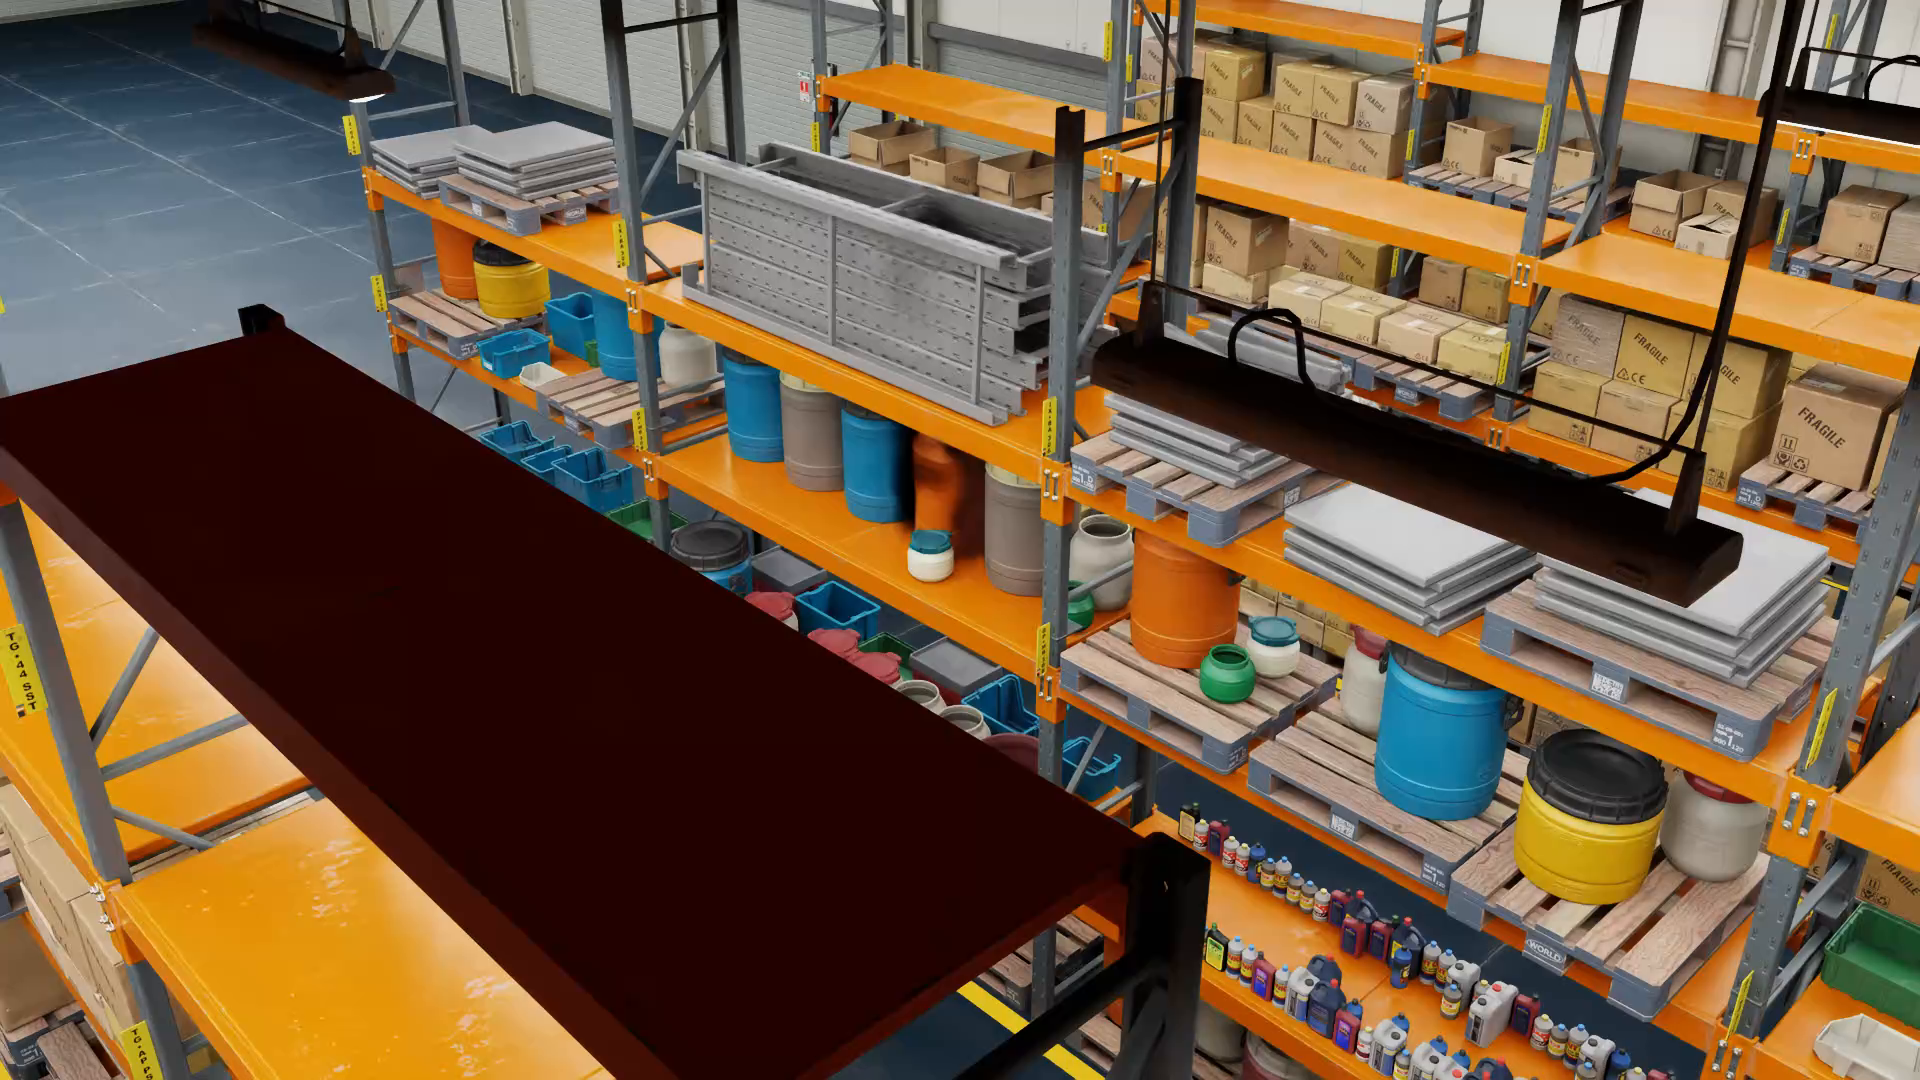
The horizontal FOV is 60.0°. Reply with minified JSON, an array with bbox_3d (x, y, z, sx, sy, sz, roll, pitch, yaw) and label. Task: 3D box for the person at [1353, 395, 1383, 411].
[{"bbox_3d":[4.238,-1.029,17.194,0.999,1.620,0.656,15,32,26],"label":"person"}]
